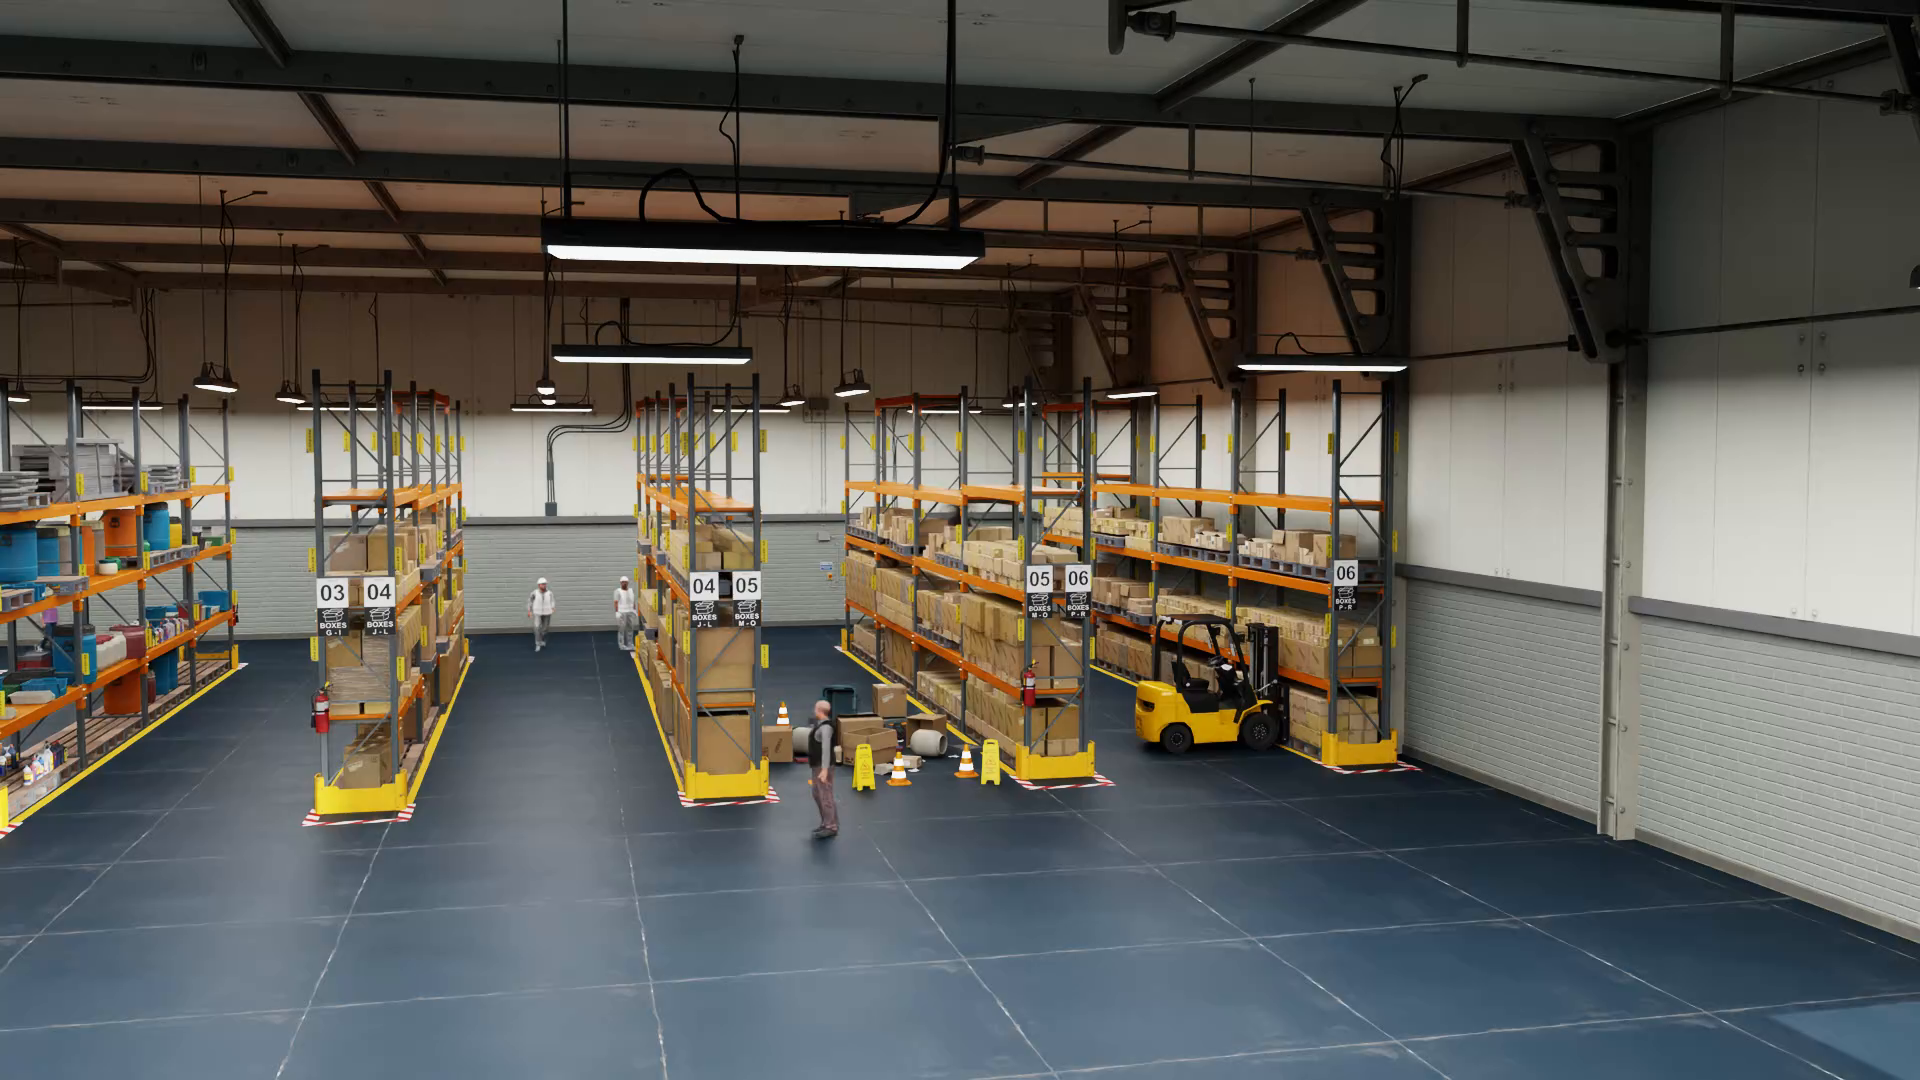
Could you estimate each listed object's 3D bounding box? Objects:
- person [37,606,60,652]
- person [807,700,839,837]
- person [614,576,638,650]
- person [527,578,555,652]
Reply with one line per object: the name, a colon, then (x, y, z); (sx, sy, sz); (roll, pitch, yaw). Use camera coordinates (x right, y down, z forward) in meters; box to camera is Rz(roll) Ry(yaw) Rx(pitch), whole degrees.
person: (-21.361, 1.945, 38.974); (0.472, 1.590, 0.435); (1, 3, 18)
person: (-1.760, 2.920, 21.239); (0.388, 1.756, 0.636); (-1, 3, -14)
person: (-8.105, 1.782, 40.340); (0.404, 1.803, 0.583); (2, 4, 37)
person: (-10.222, 1.801, 40.599); (0.662, 1.754, 0.992); (-1, 3, -14)
